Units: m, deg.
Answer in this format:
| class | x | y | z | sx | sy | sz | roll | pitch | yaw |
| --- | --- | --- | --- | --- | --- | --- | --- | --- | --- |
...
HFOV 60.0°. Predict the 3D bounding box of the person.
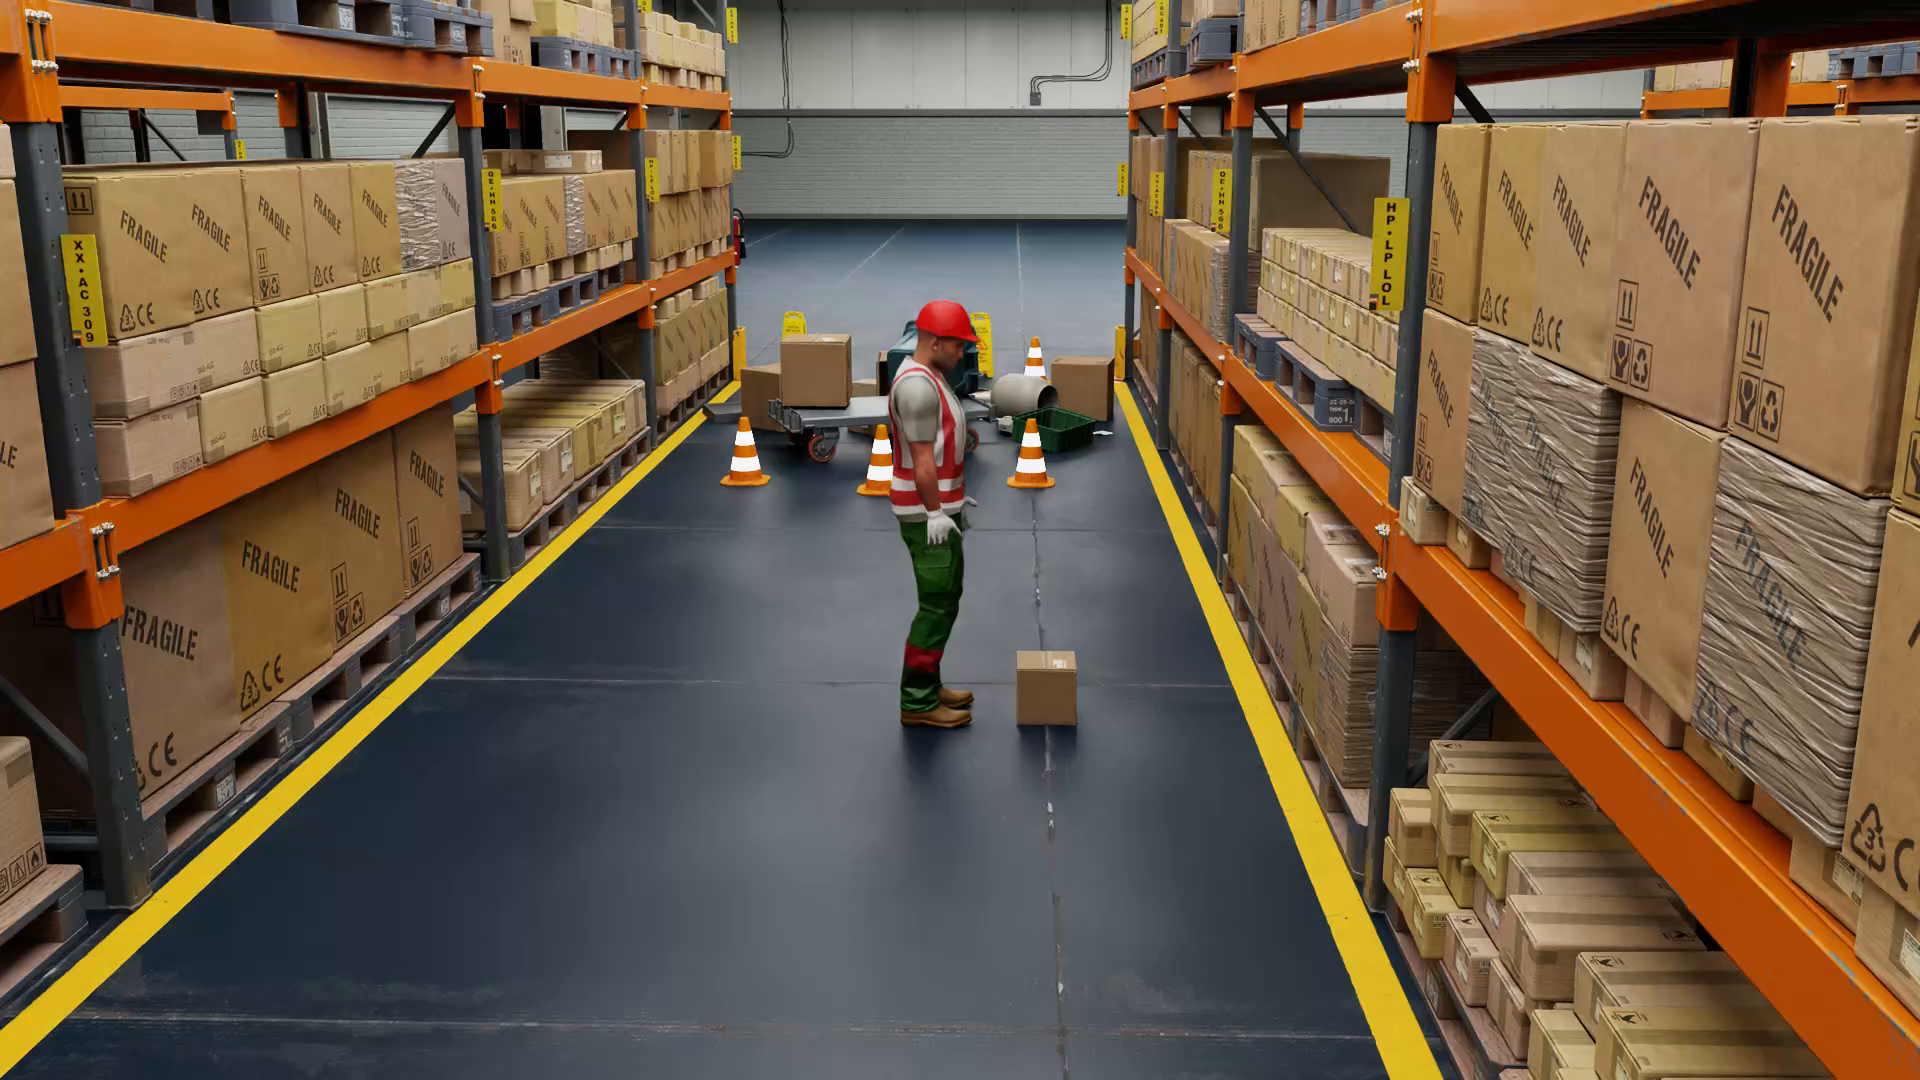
| class | x | y | z | sx | sy | sz | roll | pitch | yaw |
| --- | --- | --- | --- | --- | --- | --- | --- | --- | --- |
| person | -0.101 | -0.117 | 6.961 | 0.377 | 1.770 | 0.531 | 1 | 14 | 3 |
